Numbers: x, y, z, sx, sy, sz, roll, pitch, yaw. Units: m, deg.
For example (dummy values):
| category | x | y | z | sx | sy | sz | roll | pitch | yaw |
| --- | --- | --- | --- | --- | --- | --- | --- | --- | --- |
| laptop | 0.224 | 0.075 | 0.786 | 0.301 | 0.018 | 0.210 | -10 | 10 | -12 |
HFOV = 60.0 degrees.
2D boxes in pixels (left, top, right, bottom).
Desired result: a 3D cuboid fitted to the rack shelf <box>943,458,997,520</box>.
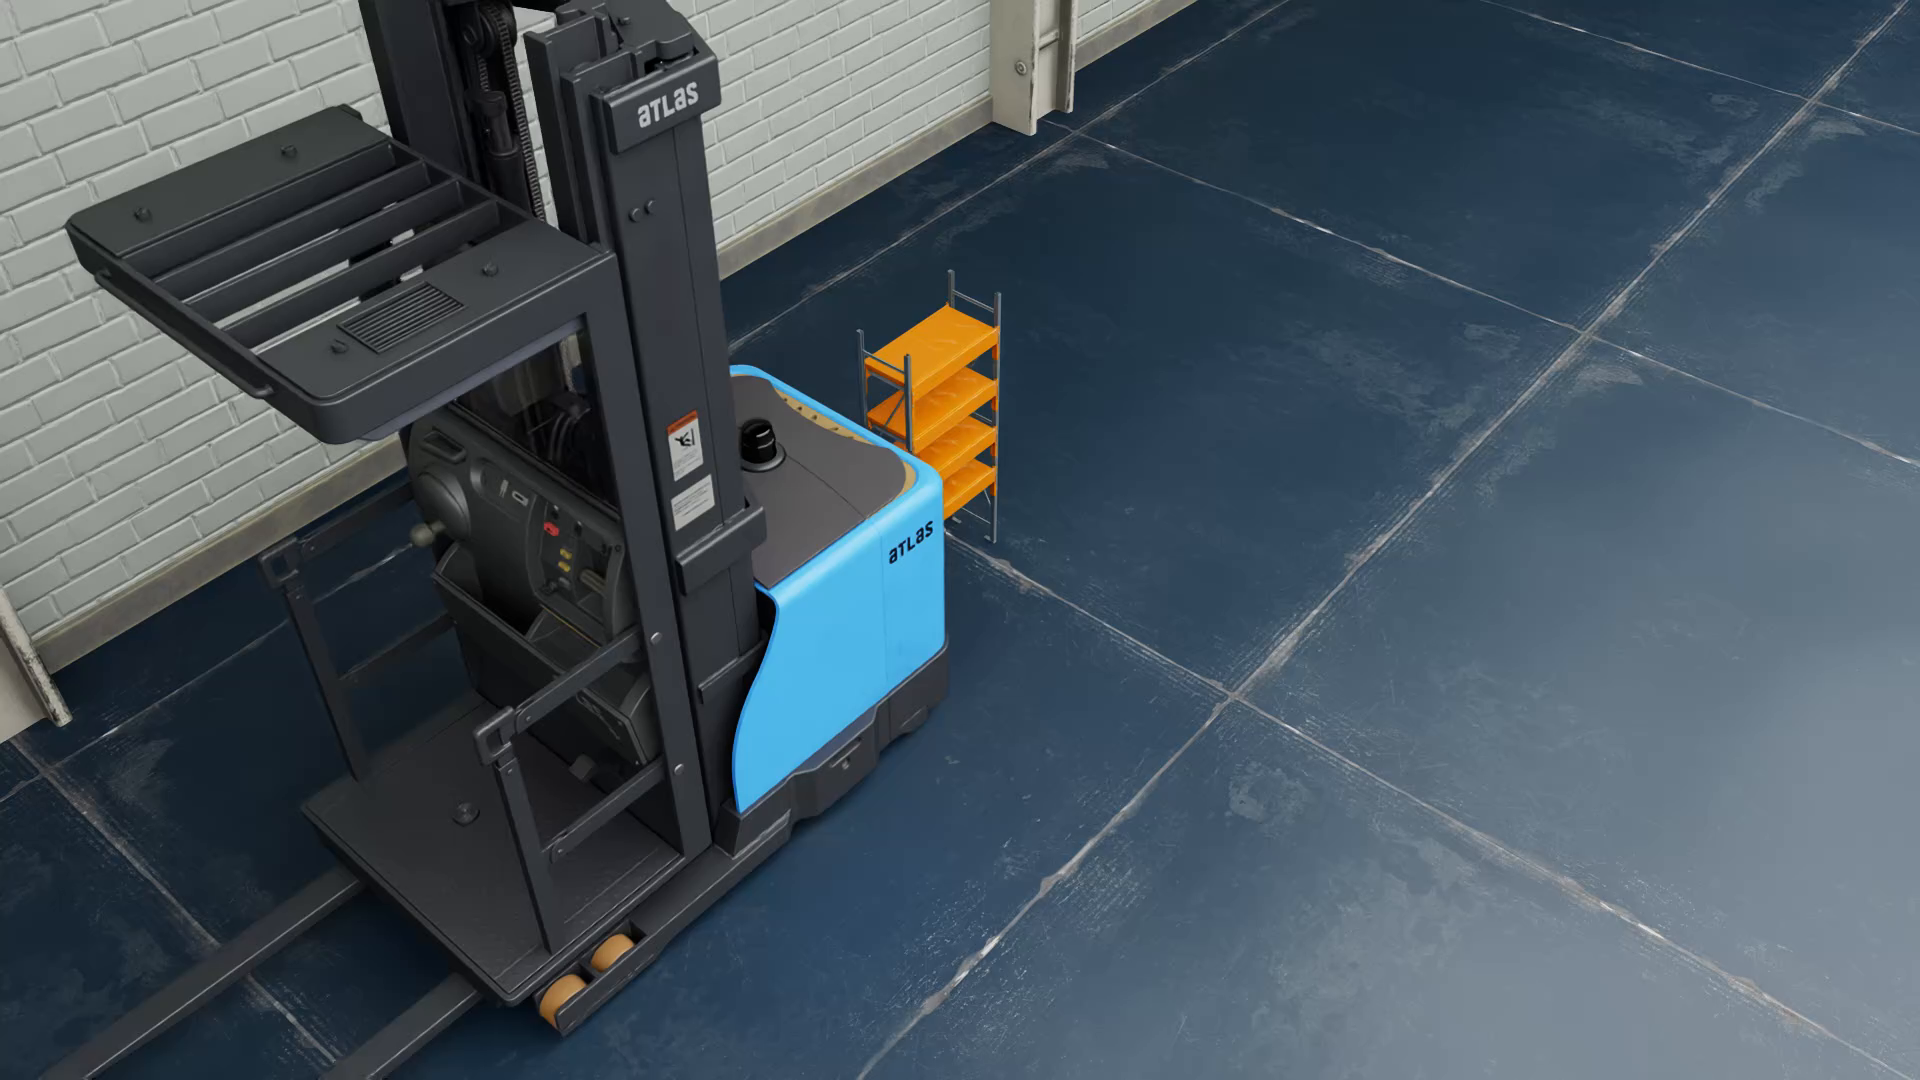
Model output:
| category | x | y | z | sx | sy | sz | roll | pitch | yaw |
| --- | --- | --- | --- | --- | --- | --- | --- | --- | --- |
| rack shelf | -0.107 | -0.162 | 6.431 | 0.258 | 0.148 | 0.480 | 29 | 50 | 28 |

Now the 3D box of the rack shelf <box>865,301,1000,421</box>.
| category | x | y | z | sx | sy | sz | roll | pitch | yaw |
| --- | --- | --- | --- | --- | --- | --- | --- | --- | --- |
| rack shelf | -0.106 | -0.649 | 5.988 | 0.258 | 0.148 | 0.480 | 29 | 50 | 28 |

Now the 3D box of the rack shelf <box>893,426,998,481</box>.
| category | x | y | z | sx | sy | sz | roll | pitch | yaw |
| --- | --- | --- | --- | --- | --- | --- | --- | --- | --- |
| rack shelf | -0.107 | -0.309 | 6.298 | 0.258 | 0.148 | 0.480 | 29 | 50 | 28 |

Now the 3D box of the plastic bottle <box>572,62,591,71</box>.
| category | x | y | z | sx | sy | sz | roll | pitch | yaw |
| --- | --- | --- | --- | --- | --- | --- | --- | --- | --- |
| plastic bottle | -1.103 | -1.173 | 3.892 | 0.754 | 0.105 | 0.141 | 28 | 49 | 27 |

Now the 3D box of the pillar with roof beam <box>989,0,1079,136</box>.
| category | x | y | z | sx | sy | sz | roll | pitch | yaw |
| --- | --- | --- | --- | --- | --- | --- | --- | --- | --- |
| pillar with roof beam | 3.695 | -3.871 | 4.318 | 9.100 | 9.000 | 0.400 | 29 | 50 | 28 |

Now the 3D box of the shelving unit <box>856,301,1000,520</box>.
| category | x | y | z | sx | sy | sz | roll | pitch | yaw |
| --- | --- | --- | --- | --- | --- | --- | --- | --- | --- |
| shelving unit | -0.110 | -0.356 | 6.249 | 0.258 | 1.200 | 0.492 | 29 | 50 | 28 |

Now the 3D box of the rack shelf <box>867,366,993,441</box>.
| category | x | y | z | sx | sy | sz | roll | pitch | yaw |
| --- | --- | --- | --- | --- | --- | --- | --- | --- | --- |
| rack shelf | -0.107 | -0.514 | 6.111 | 0.221 | 0.021 | 0.457 | 29 | 50 | 28 |

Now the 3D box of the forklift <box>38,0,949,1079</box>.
| category | x | y | z | sx | sy | sz | roll | pitch | yaw |
| --- | --- | --- | --- | --- | --- | --- | --- | --- | --- |
| forklift | -1.387 | 0.026 | 4.543 | 1.130 | 2.935 | 3.031 | 30 | 50 | 29 |

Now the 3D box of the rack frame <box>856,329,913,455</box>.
| category | x | y | z | sx | sy | sz | roll | pitch | yaw |
| --- | --- | --- | --- | --- | --- | --- | --- | --- | --- |
| rack frame | -0.264 | -0.233 | 6.114 | 0.240 | 1.200 | 0.015 | 29 | 50 | 28 |
